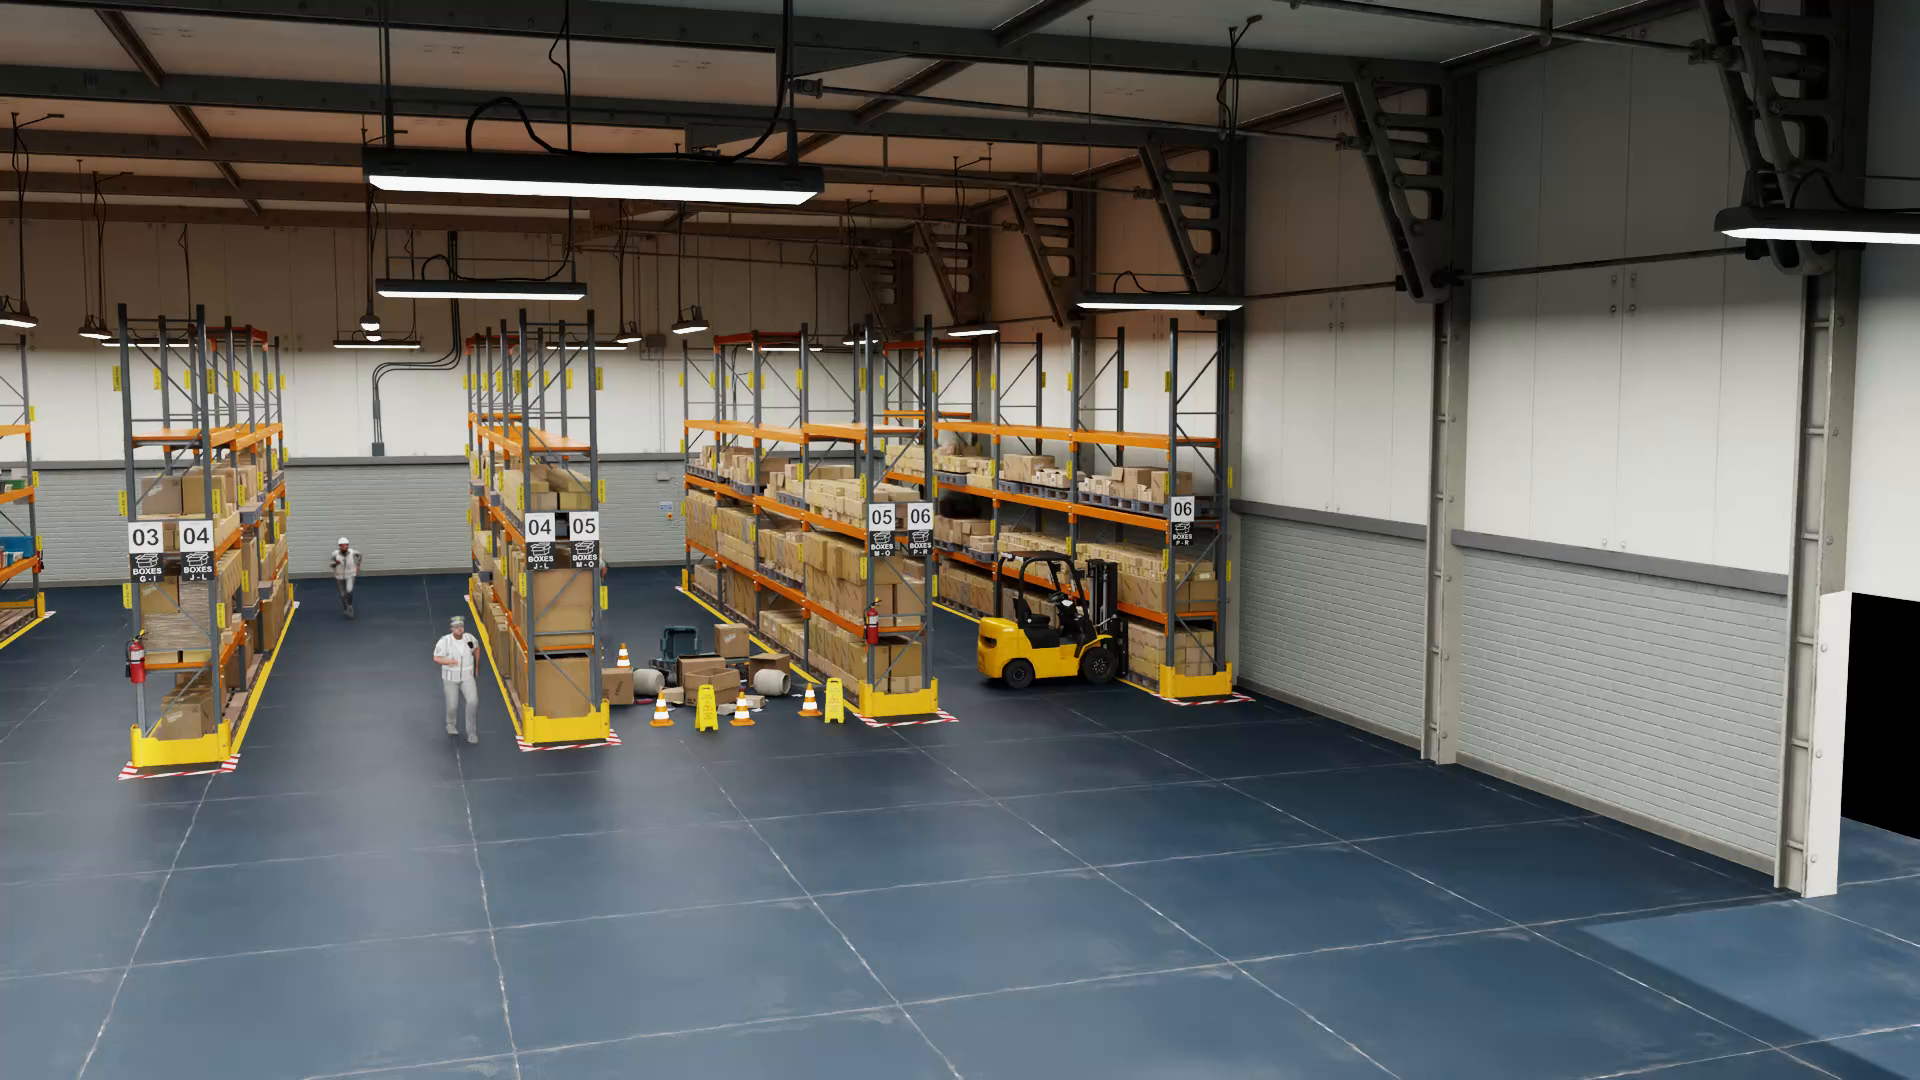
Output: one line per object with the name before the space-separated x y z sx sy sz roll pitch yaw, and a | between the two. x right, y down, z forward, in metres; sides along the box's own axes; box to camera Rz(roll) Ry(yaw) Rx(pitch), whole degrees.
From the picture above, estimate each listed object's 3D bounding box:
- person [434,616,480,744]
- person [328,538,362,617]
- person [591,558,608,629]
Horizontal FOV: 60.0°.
person | -7.006 1.949 23.227 0.676 1.827 0.841 -3 6 -28
person | -13.018 0.784 35.240 0.639 1.705 0.889 -1 6 -13
person | -7.504 0.916 33.767 0.638 1.764 0.617 -2 6 -18
